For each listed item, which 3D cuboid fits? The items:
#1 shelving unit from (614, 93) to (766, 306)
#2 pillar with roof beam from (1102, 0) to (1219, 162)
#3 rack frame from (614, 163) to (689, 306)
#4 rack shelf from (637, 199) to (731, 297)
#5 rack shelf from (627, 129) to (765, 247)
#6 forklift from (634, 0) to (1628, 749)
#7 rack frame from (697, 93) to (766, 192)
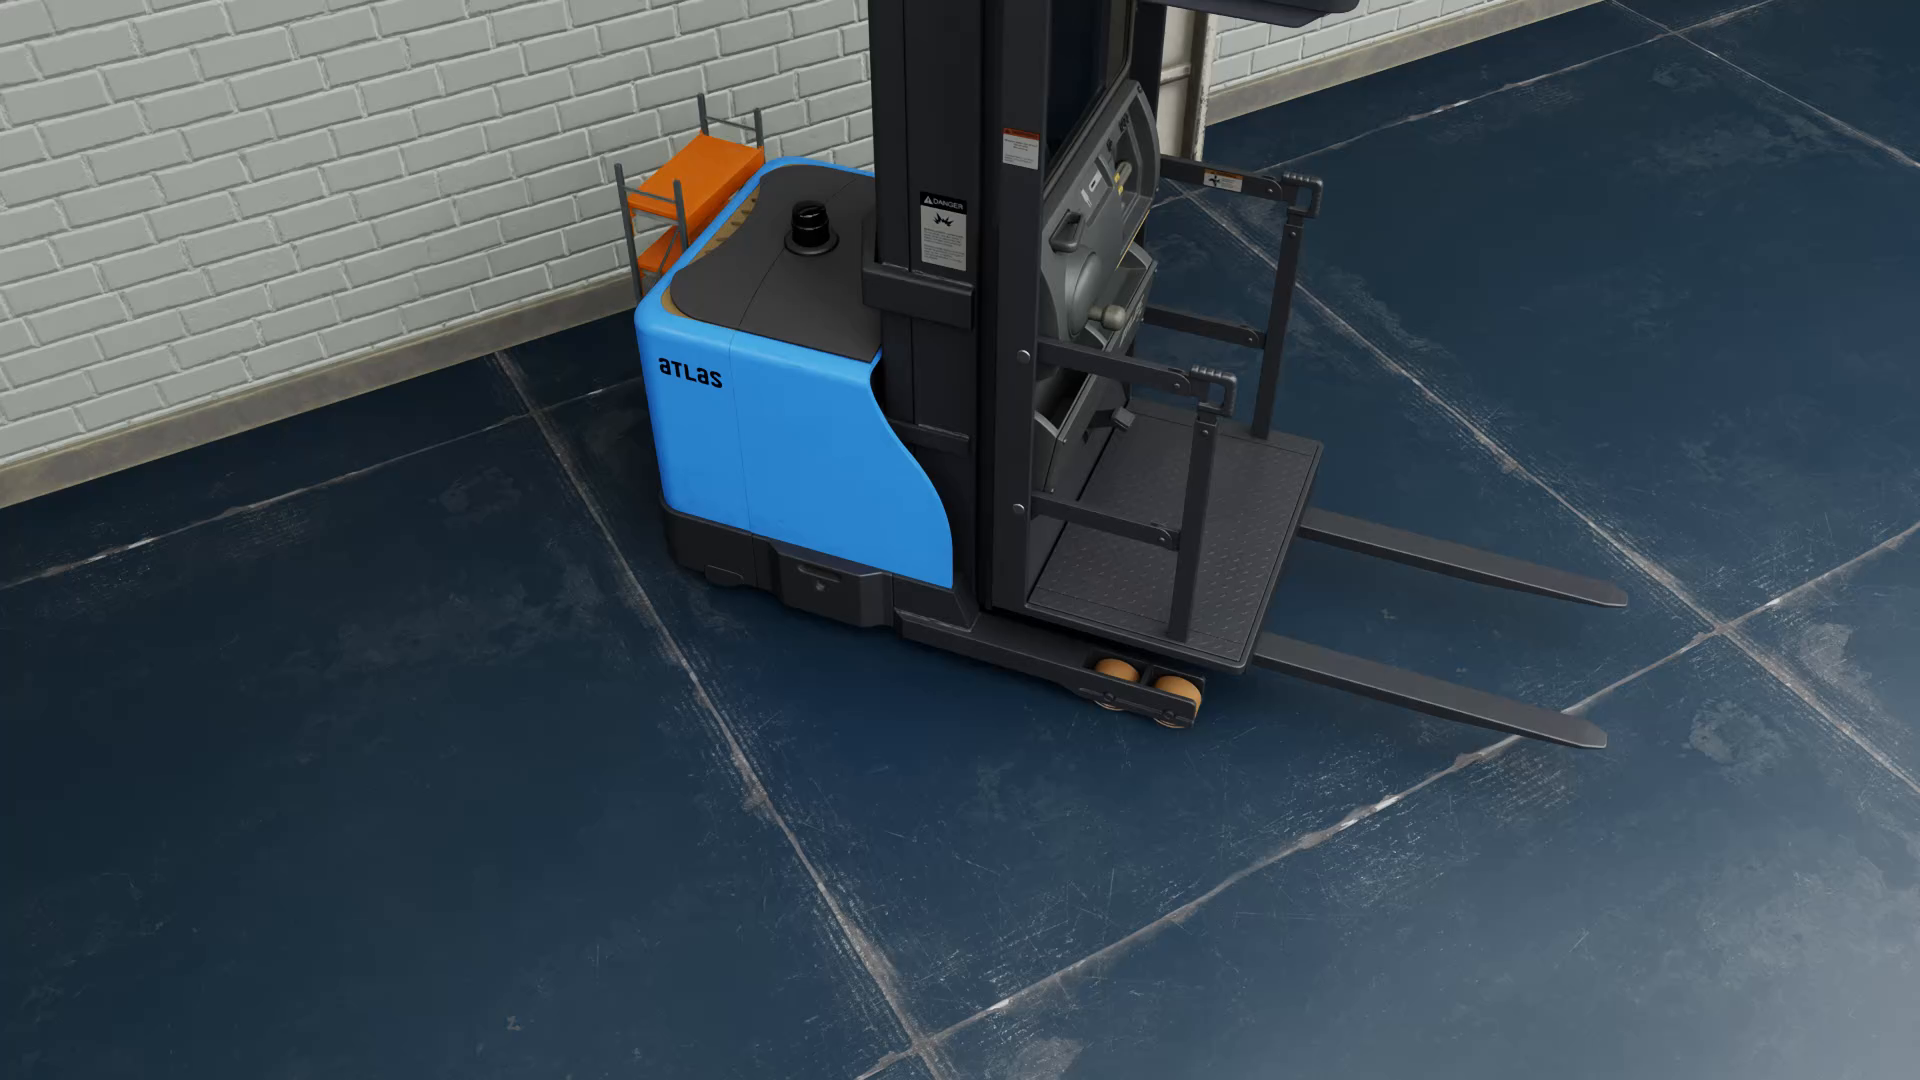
[{"bbox_3d":[-0.876,-0.875,5.790,0.258,1.200,0.503,19,47,18],"label":"shelving unit"},{"bbox_3d":[2.986,-2.337,1.697,0.400,9.000,9.100,-22,48,-21],"label":"pillar with roof beam"},{"bbox_3d":[-0.982,-0.722,5.632,0.240,1.200,0.015,19,47,18],"label":"rack frame"},{"bbox_3d":[-0.876,-0.987,5.681,0.258,0.148,0.480,19,47,18],"label":"rack shelf"},{"bbox_3d":[-0.876,-1.157,5.516,0.258,0.148,0.480,19,47,18],"label":"rack shelf"},{"bbox_3d":[0.582,-0.892,4.565,3.031,2.935,1.130,15,46,15],"label":"forklift"},{"bbox_3d":[-0.770,-1.028,5.948,0.240,1.200,0.015,19,47,18],"label":"rack frame"}]
